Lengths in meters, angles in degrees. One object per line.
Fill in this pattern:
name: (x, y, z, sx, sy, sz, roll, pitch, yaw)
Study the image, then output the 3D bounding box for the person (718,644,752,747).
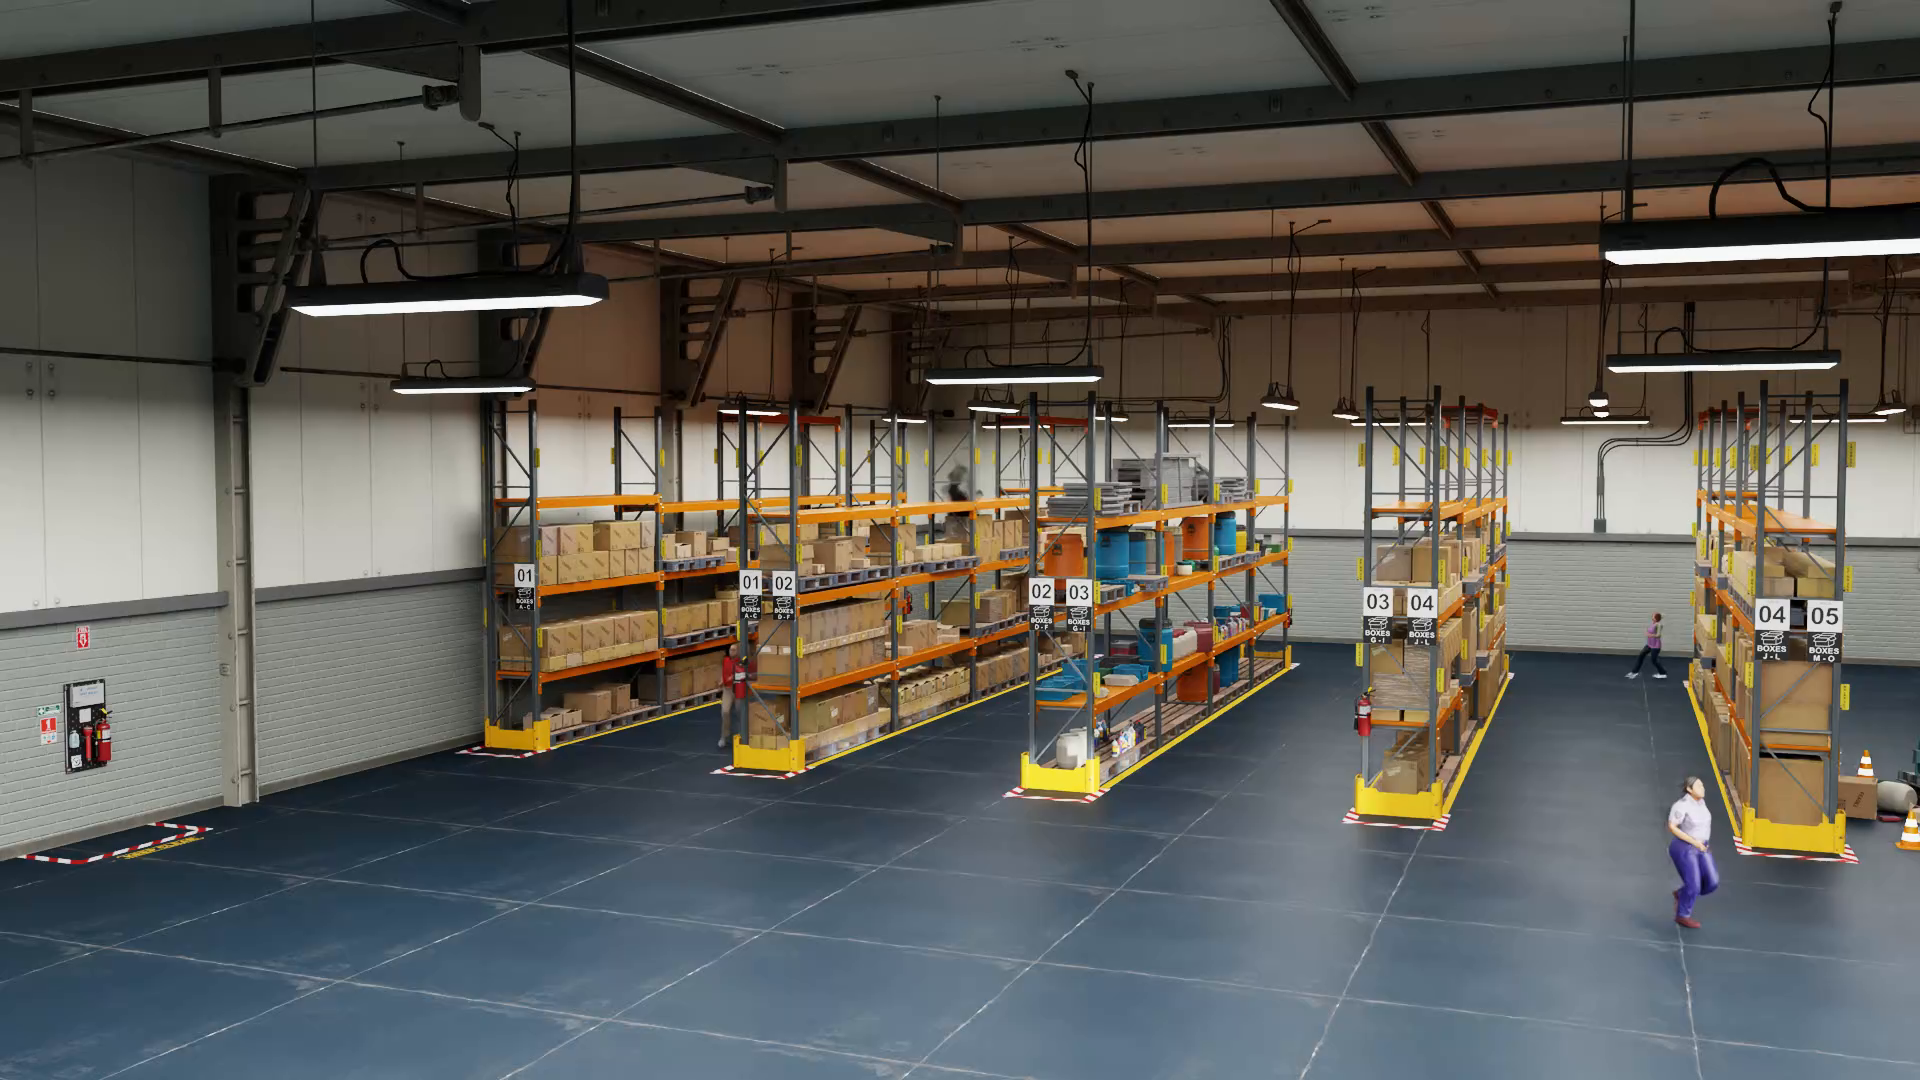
person: (-3.935, 2.686, 29.100, 0.665, 1.745, 0.899, 1, 3, 17)

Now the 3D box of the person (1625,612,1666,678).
person: (15.596, 2.386, 37.575, 0.870, 1.517, 0.639, 0, 3, -2)

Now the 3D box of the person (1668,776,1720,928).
person: (7.814, 3.320, 17.770, 0.621, 1.610, 0.548, -2, 3, -32)
